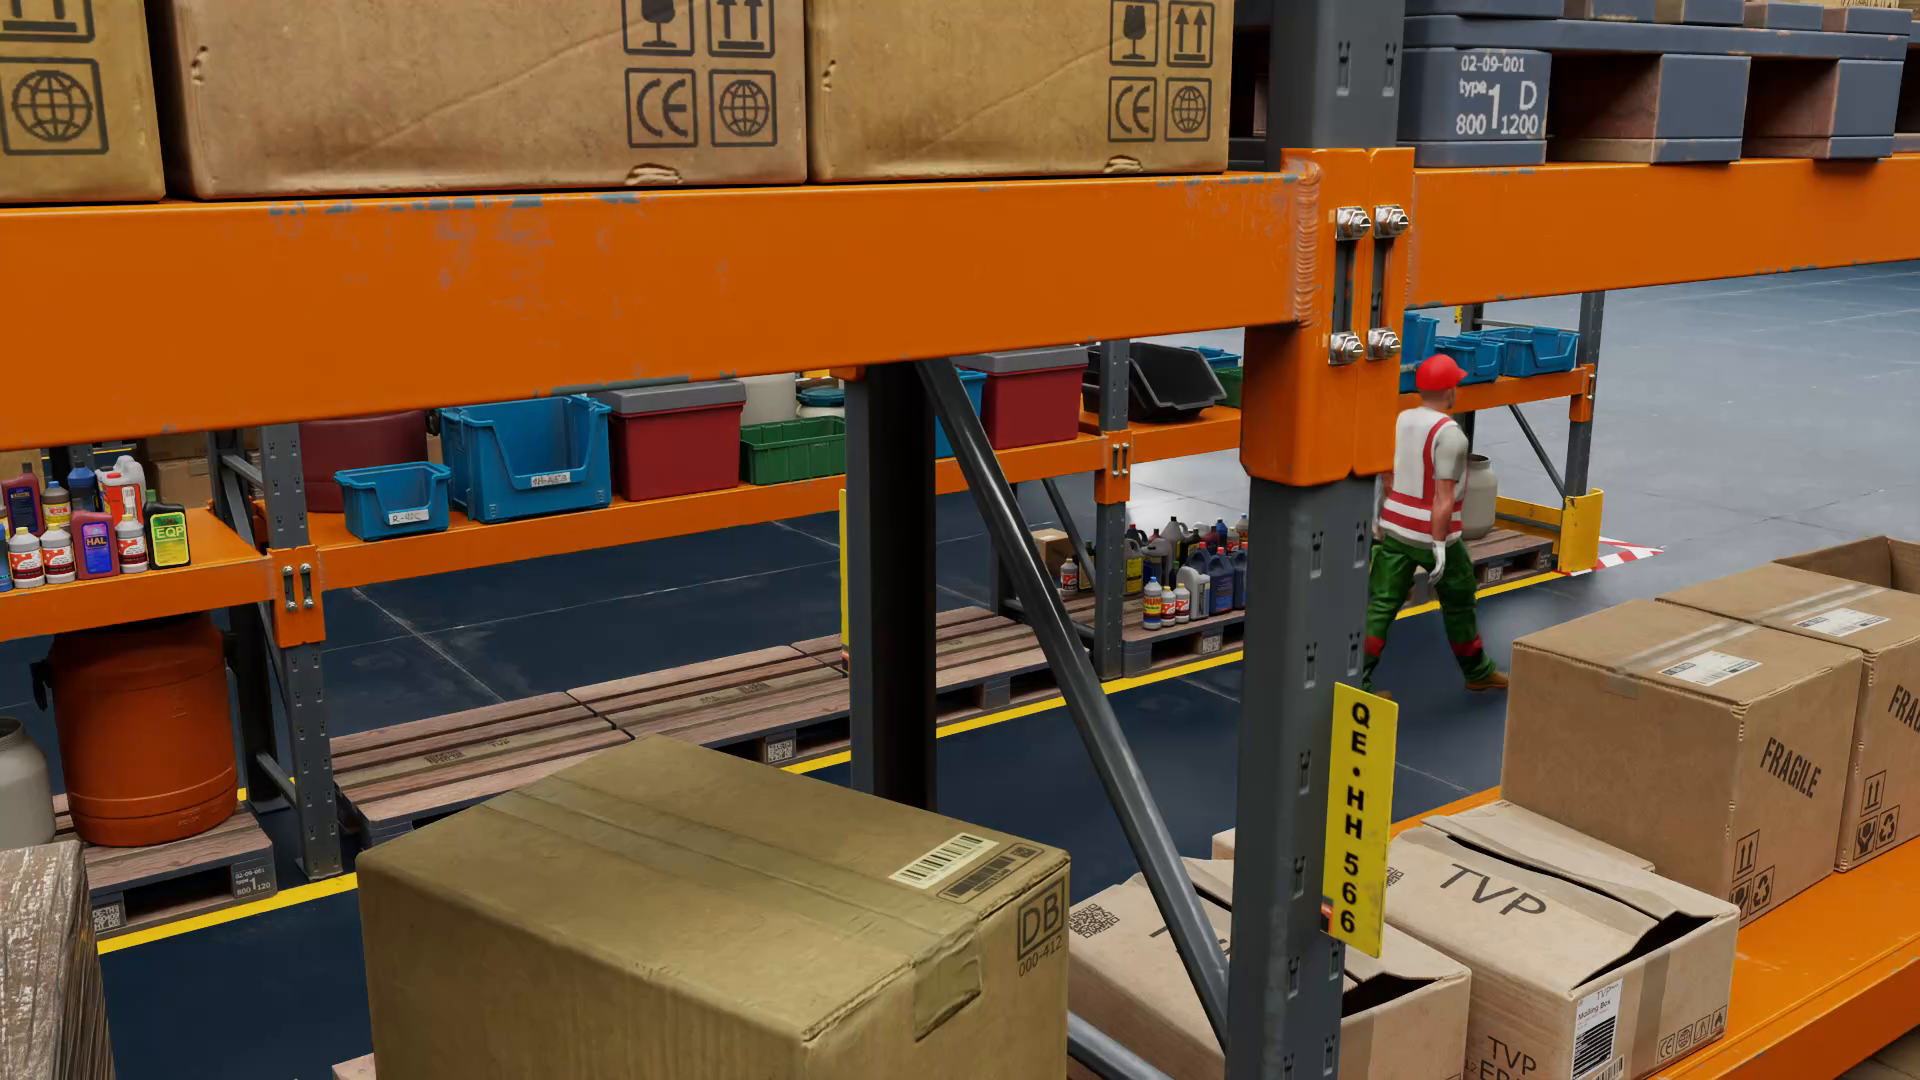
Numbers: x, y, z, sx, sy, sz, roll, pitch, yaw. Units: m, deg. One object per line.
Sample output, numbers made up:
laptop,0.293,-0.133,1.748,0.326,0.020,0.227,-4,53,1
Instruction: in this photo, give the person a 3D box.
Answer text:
person,2.318,-0.062,8.134,1.050,1.721,0.590,-10,17,-33
